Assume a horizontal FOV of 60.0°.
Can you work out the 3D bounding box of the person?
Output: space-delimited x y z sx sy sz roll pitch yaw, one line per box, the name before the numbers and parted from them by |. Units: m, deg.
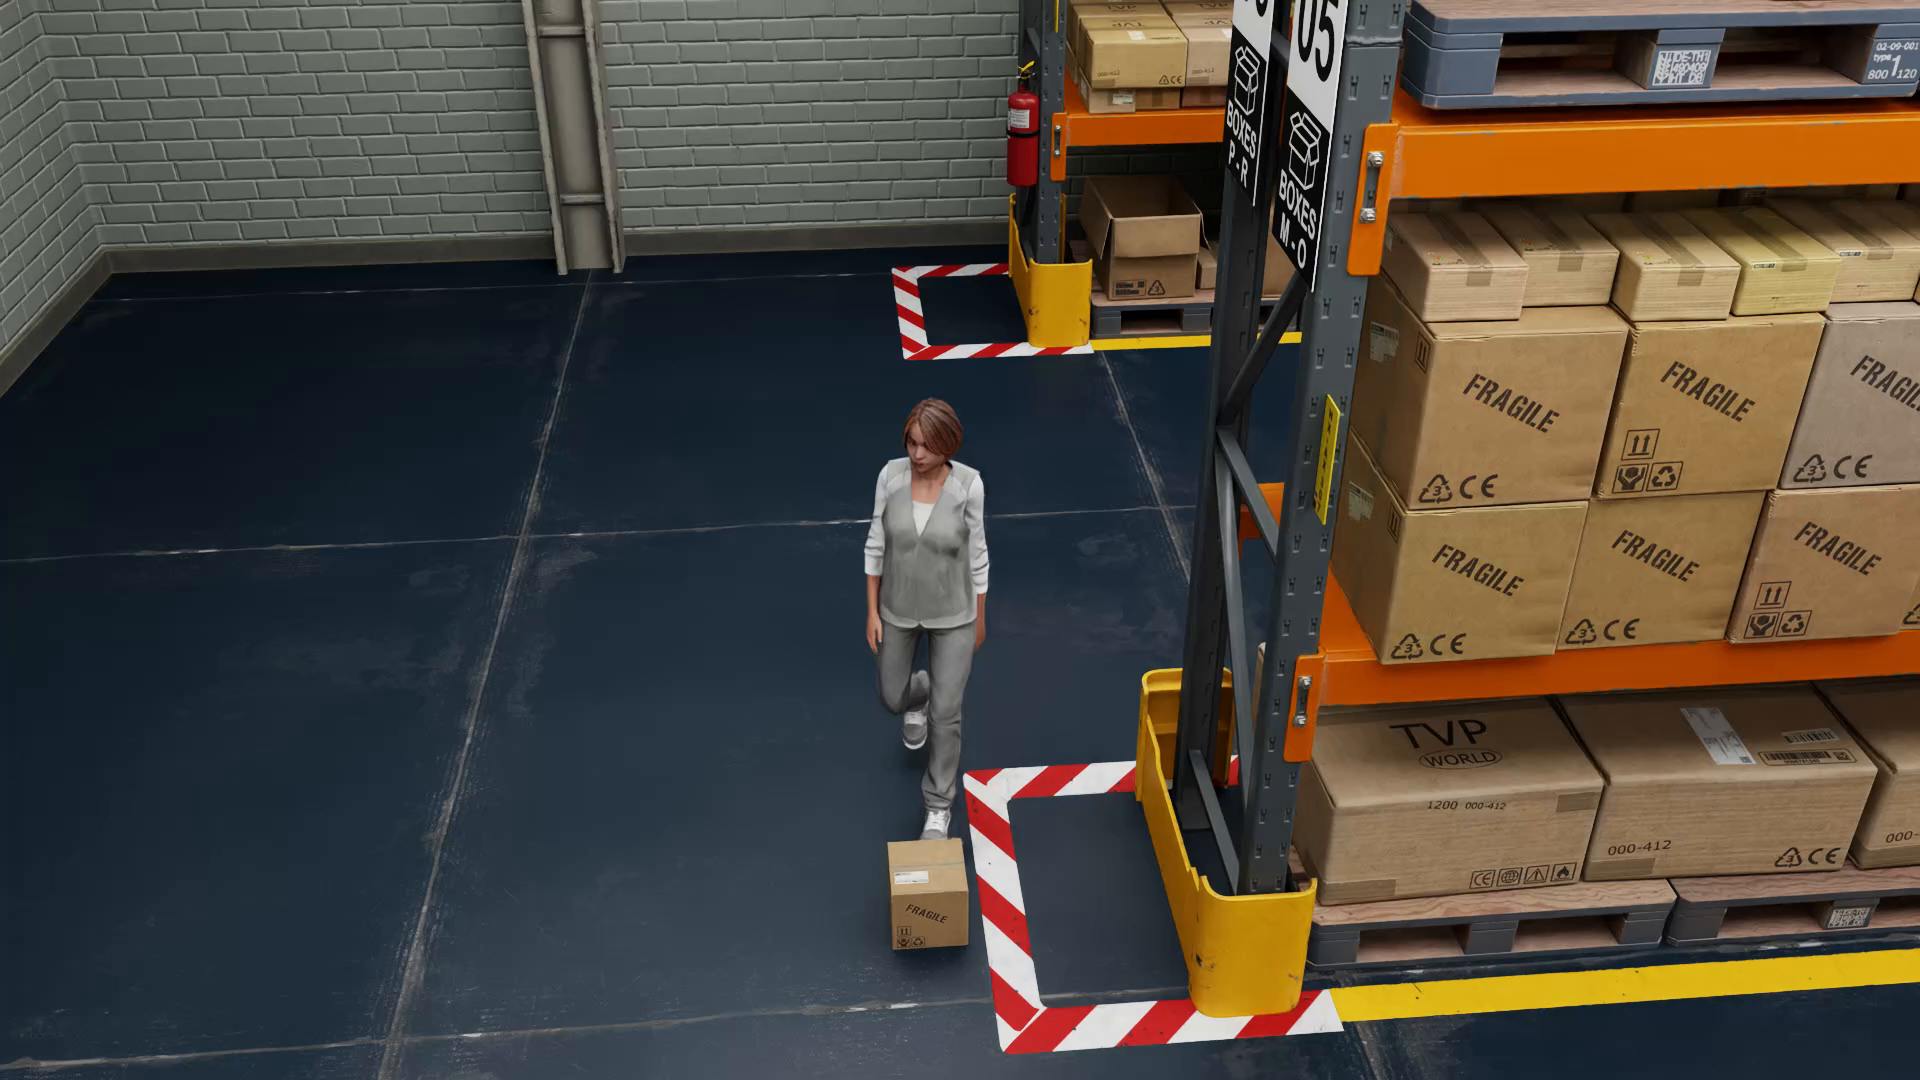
person | -0.121 0.255 5.722 0.424 1.569 0.742 6 32 10
